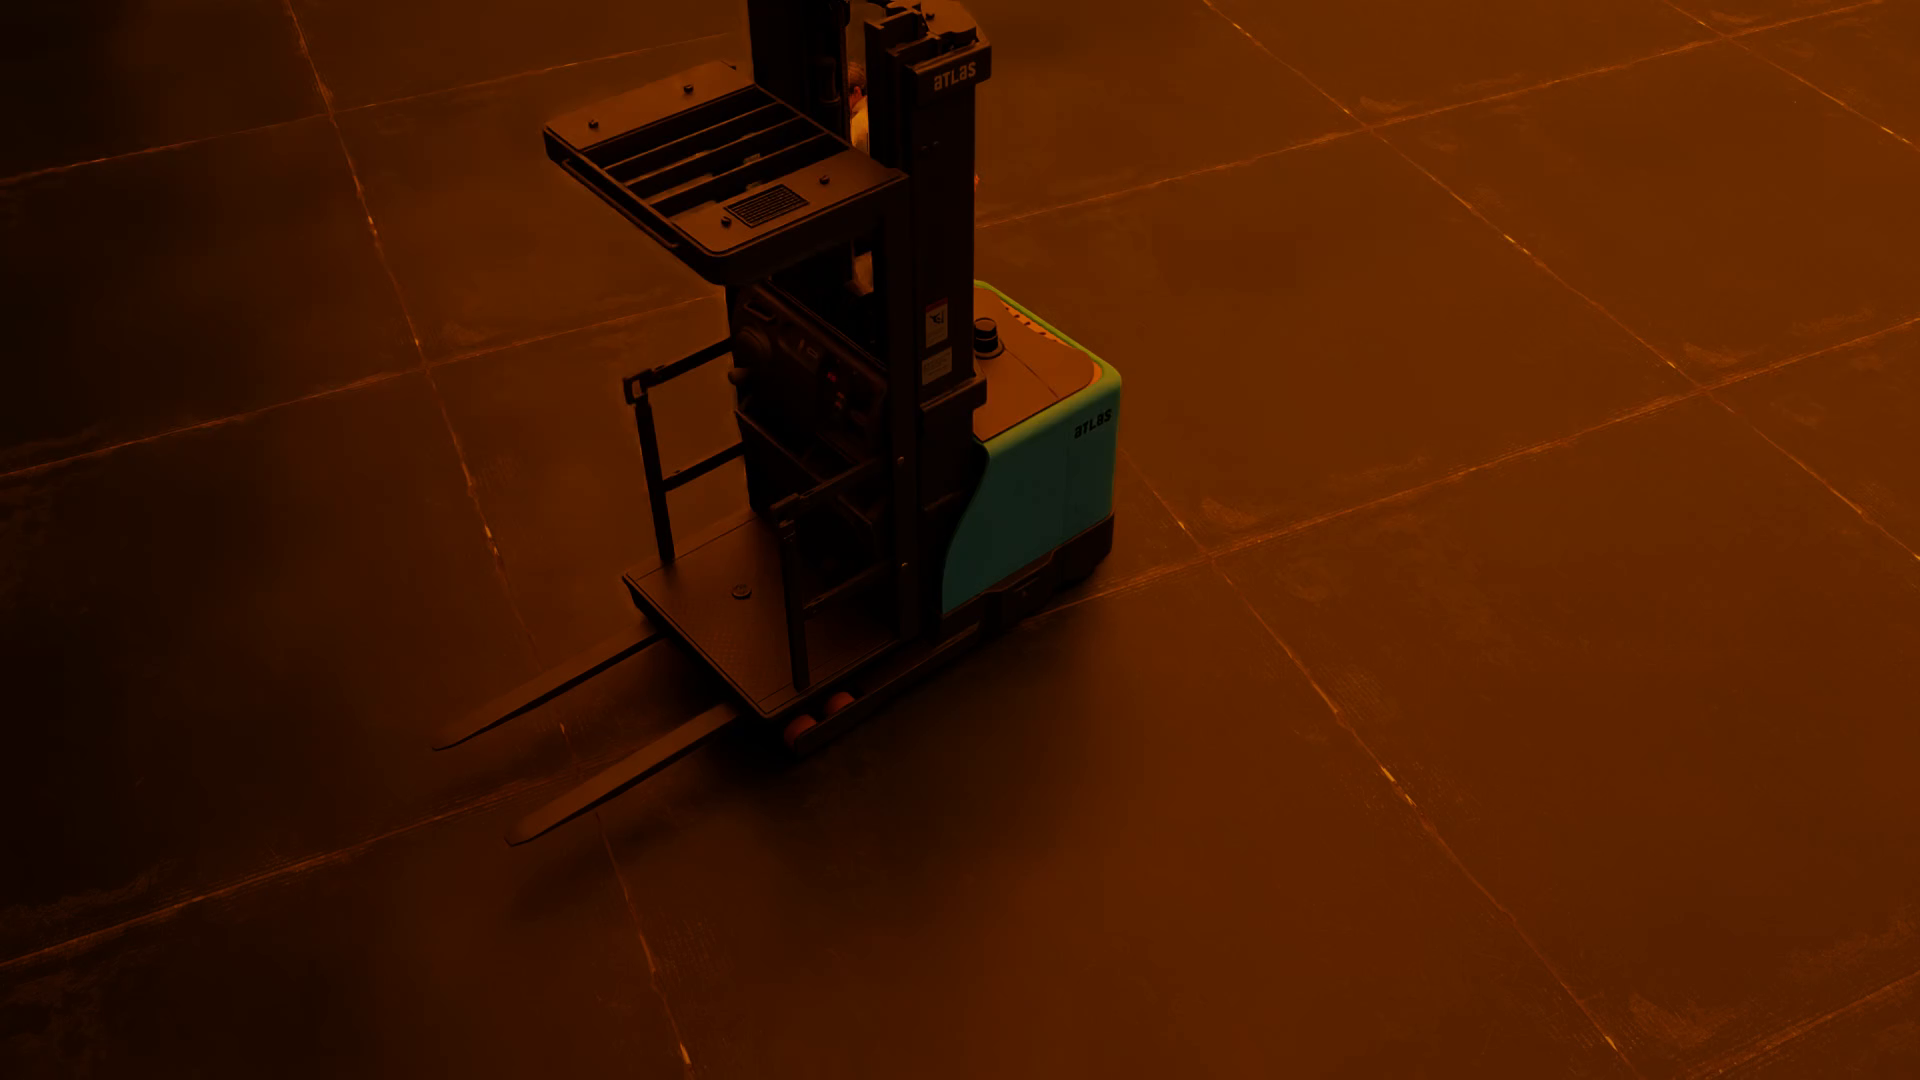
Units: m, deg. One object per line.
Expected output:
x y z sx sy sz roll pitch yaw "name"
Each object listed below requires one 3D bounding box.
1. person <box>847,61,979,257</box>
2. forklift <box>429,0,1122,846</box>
-0.435 -1.721 8.674 1.028 1.610 0.528 -33 52 -30 "person"
-0.750 -0.594 6.316 3.031 2.935 1.130 -30 51 -28 "forklift"
